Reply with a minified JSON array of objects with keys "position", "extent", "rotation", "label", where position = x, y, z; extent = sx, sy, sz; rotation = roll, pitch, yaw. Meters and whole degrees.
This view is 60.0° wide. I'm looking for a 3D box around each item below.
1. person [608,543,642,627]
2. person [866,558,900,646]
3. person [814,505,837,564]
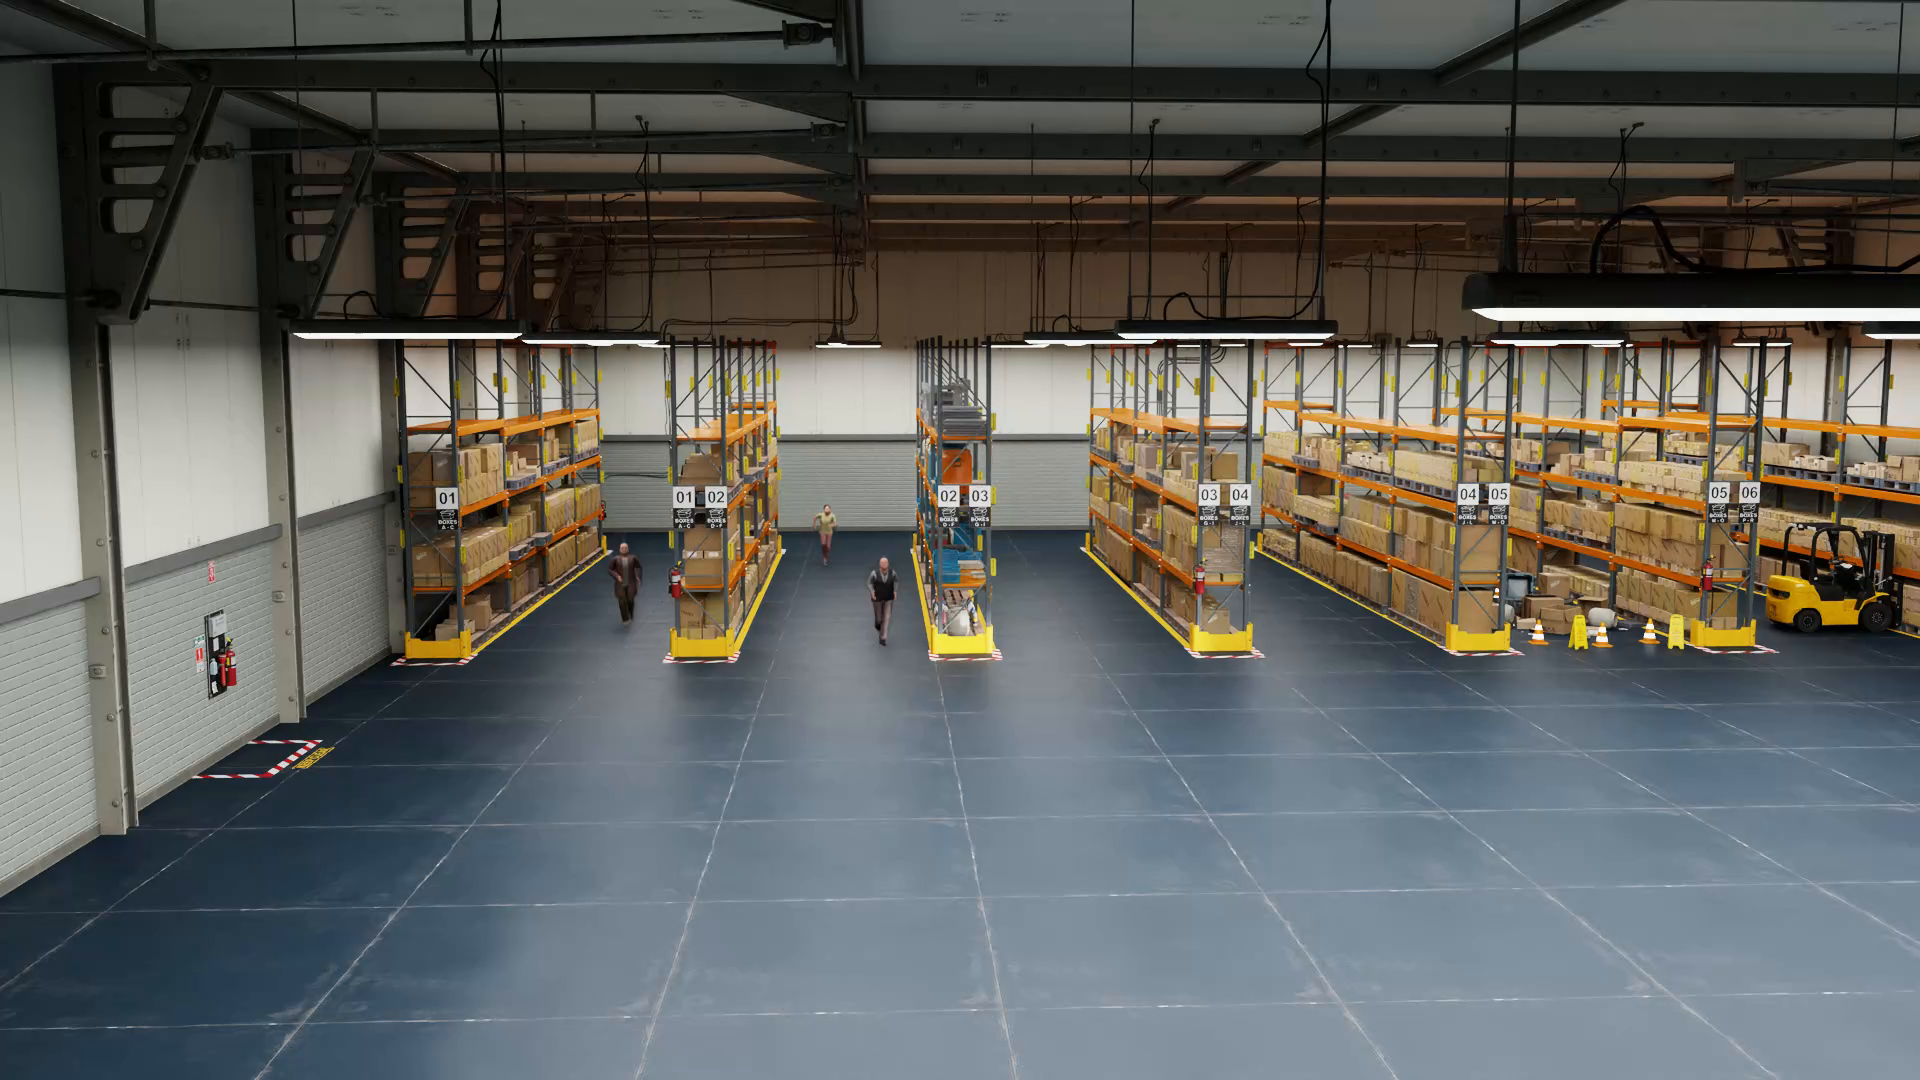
[{"position":[-6.967,0.936,34.629],"extent":[0.705,1.737,0.631],"rotation":[-1,7,-13],"label":"person"},{"position":[-1.502,1.189,32.684],"extent":[0.665,1.701,0.930],"rotation":[-1,7,-8],"label":"person"},{"position":[-3.594,-0.151,44.468],"extent":[0.613,1.616,0.727],"rotation":[-1,7,-7],"label":"person"}]
